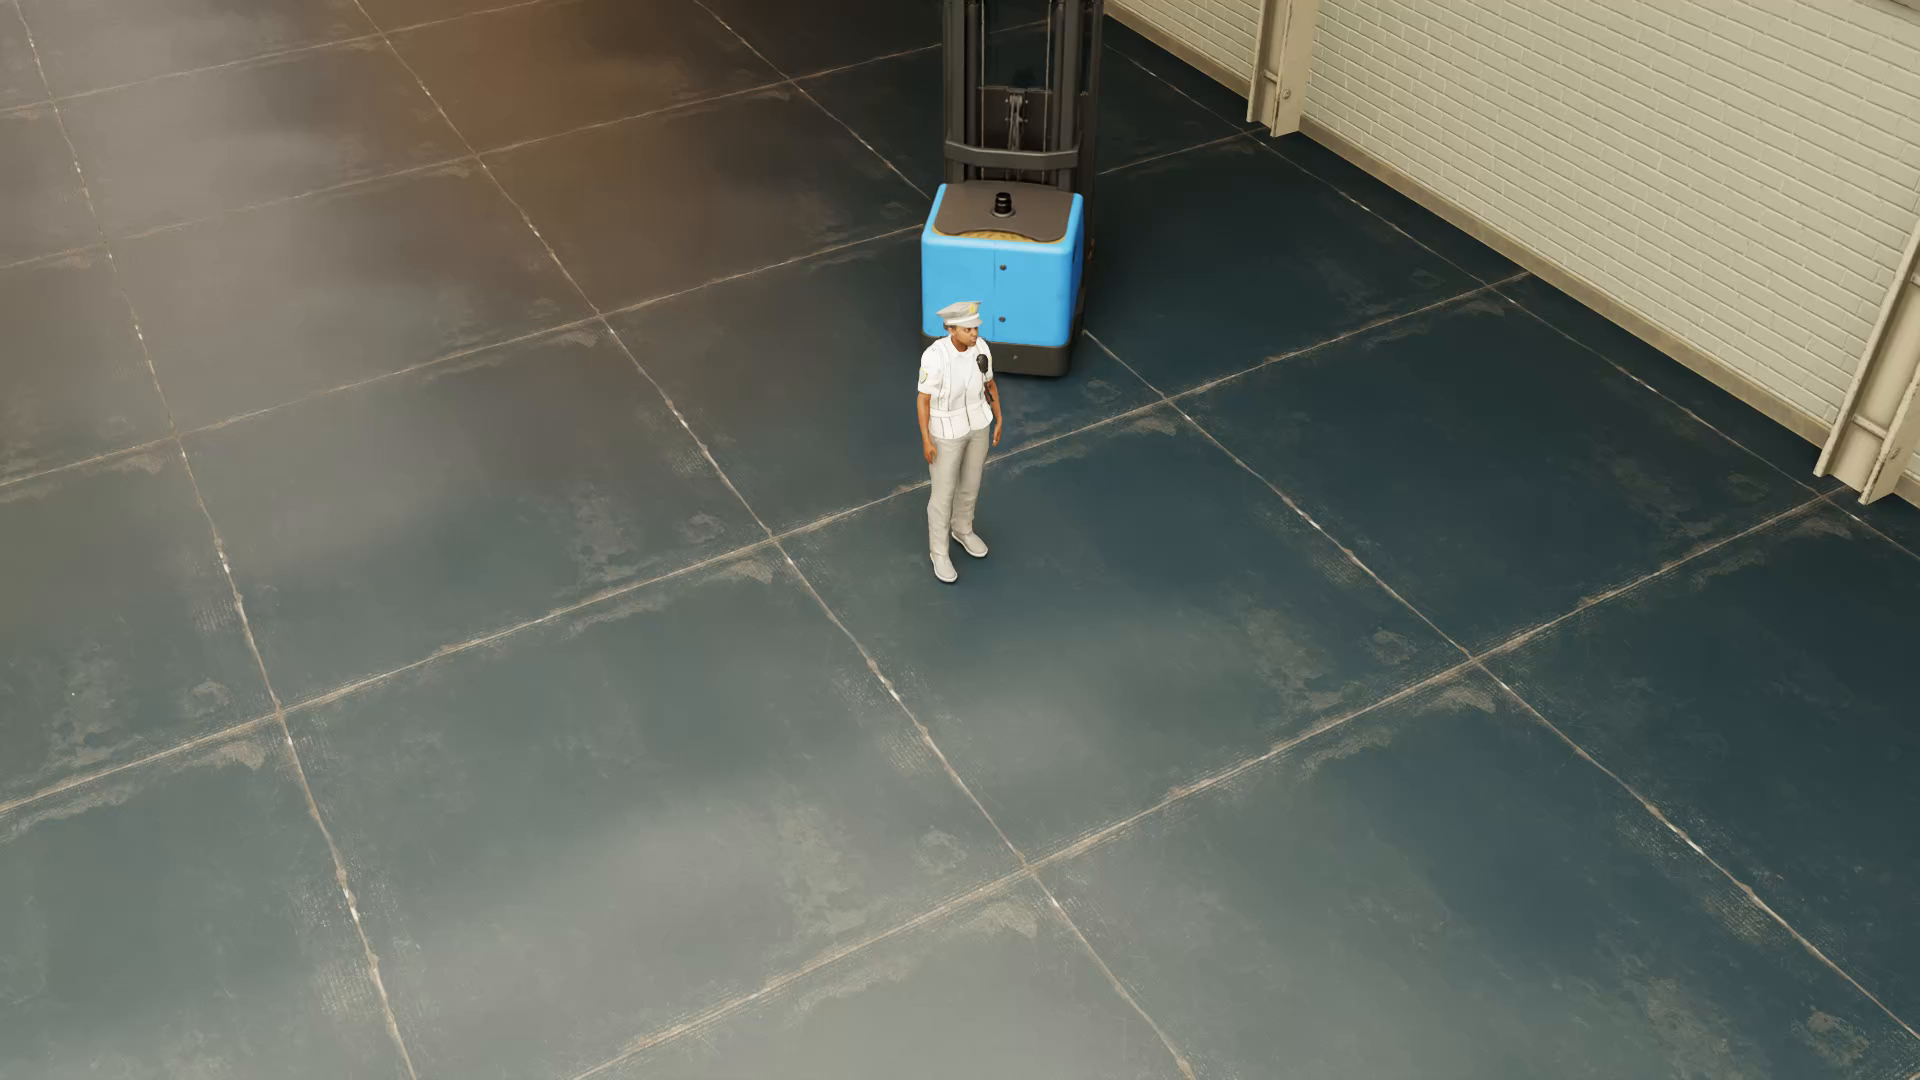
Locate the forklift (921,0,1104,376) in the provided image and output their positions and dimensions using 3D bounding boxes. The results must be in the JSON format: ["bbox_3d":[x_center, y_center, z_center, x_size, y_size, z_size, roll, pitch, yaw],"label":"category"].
[{"bbox_3d":[0.465,-3.209,11.905,1.130,2.935,3.031,6,40,7],"label":"forklift"}]

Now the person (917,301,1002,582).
[{"bbox_3d":[0.013,-0.606,9.725,0.550,1.694,0.526,-20,44,-23],"label":"person"}]
